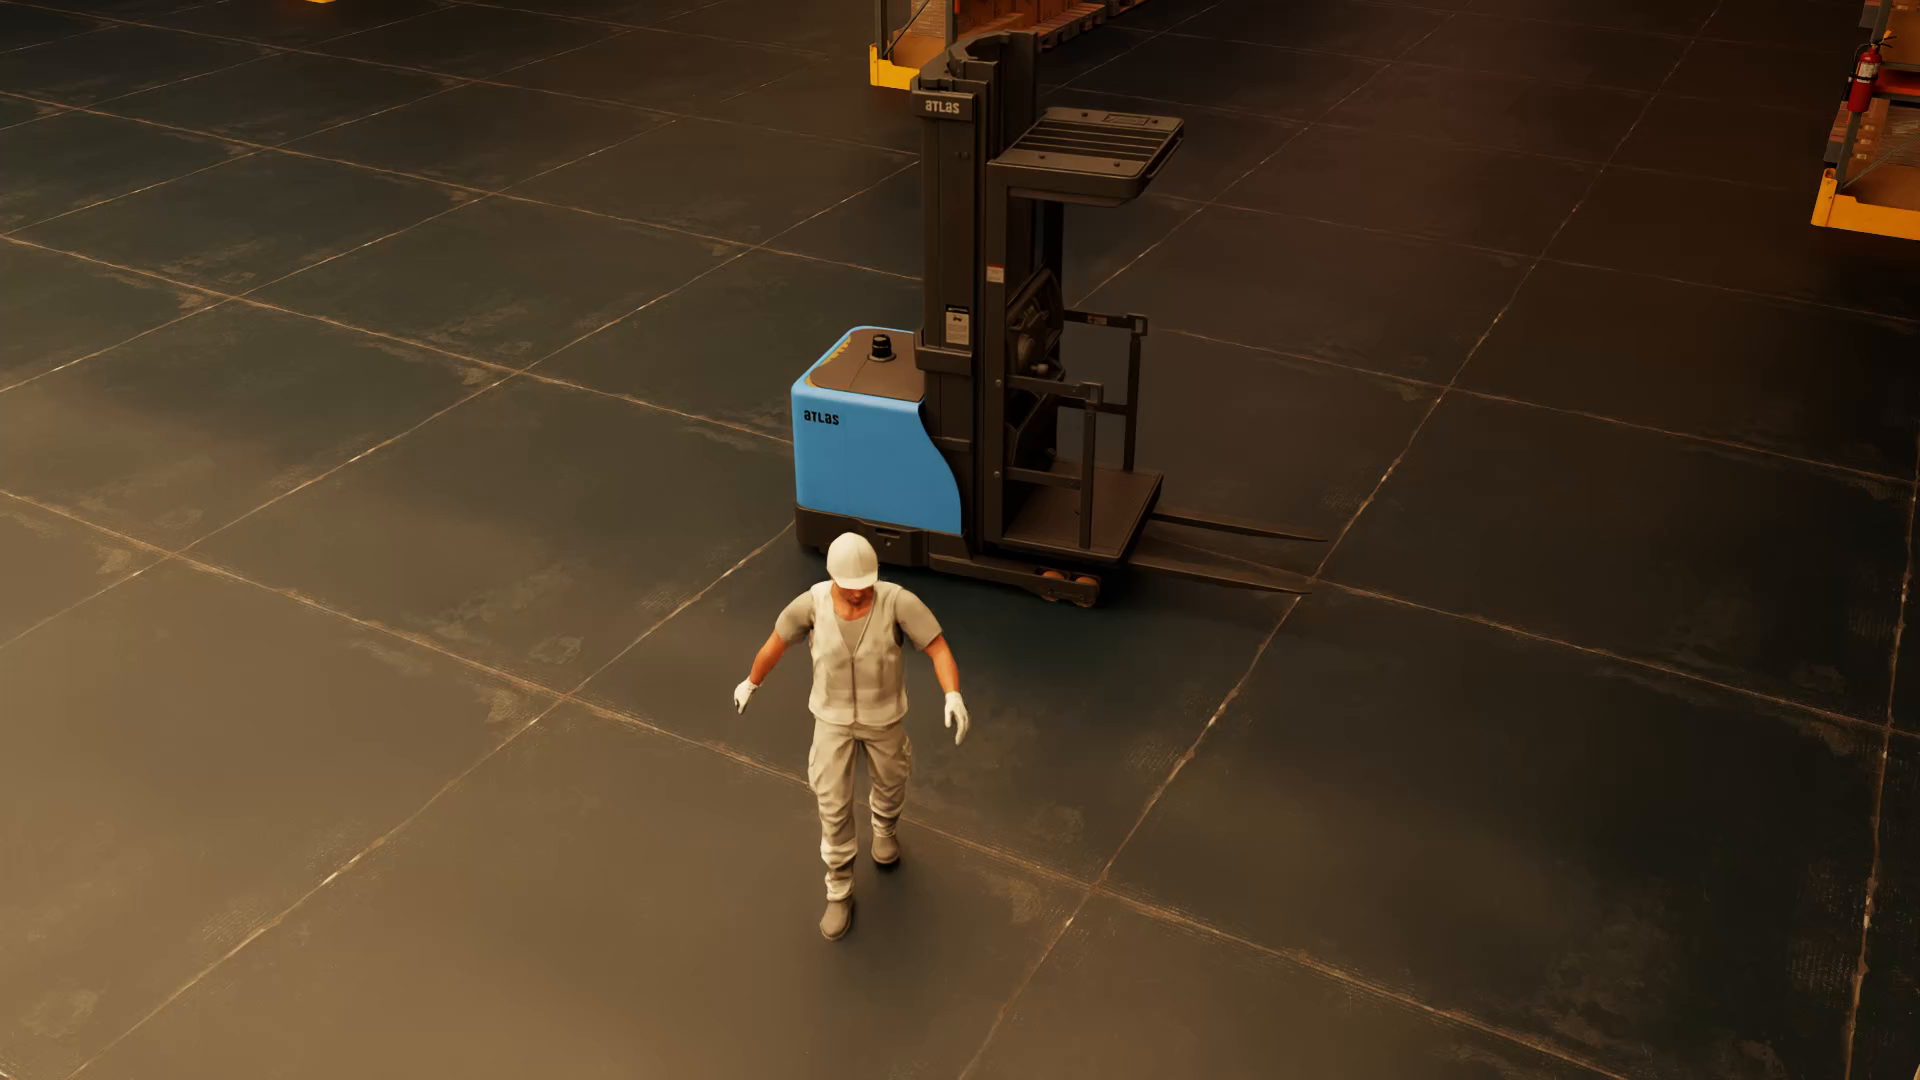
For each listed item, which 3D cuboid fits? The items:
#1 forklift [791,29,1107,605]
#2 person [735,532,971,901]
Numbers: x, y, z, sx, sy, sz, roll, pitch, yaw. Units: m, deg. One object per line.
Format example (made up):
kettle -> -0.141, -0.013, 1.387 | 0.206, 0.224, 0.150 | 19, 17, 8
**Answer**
forklift -> 0.602, -1.192, 9.136 | 3.031, 2.935, 1.130 | 10, 31, 17
person -> -0.460, 0.740, 6.913 | 1.001, 1.696, 0.751 | 0, 30, 0
